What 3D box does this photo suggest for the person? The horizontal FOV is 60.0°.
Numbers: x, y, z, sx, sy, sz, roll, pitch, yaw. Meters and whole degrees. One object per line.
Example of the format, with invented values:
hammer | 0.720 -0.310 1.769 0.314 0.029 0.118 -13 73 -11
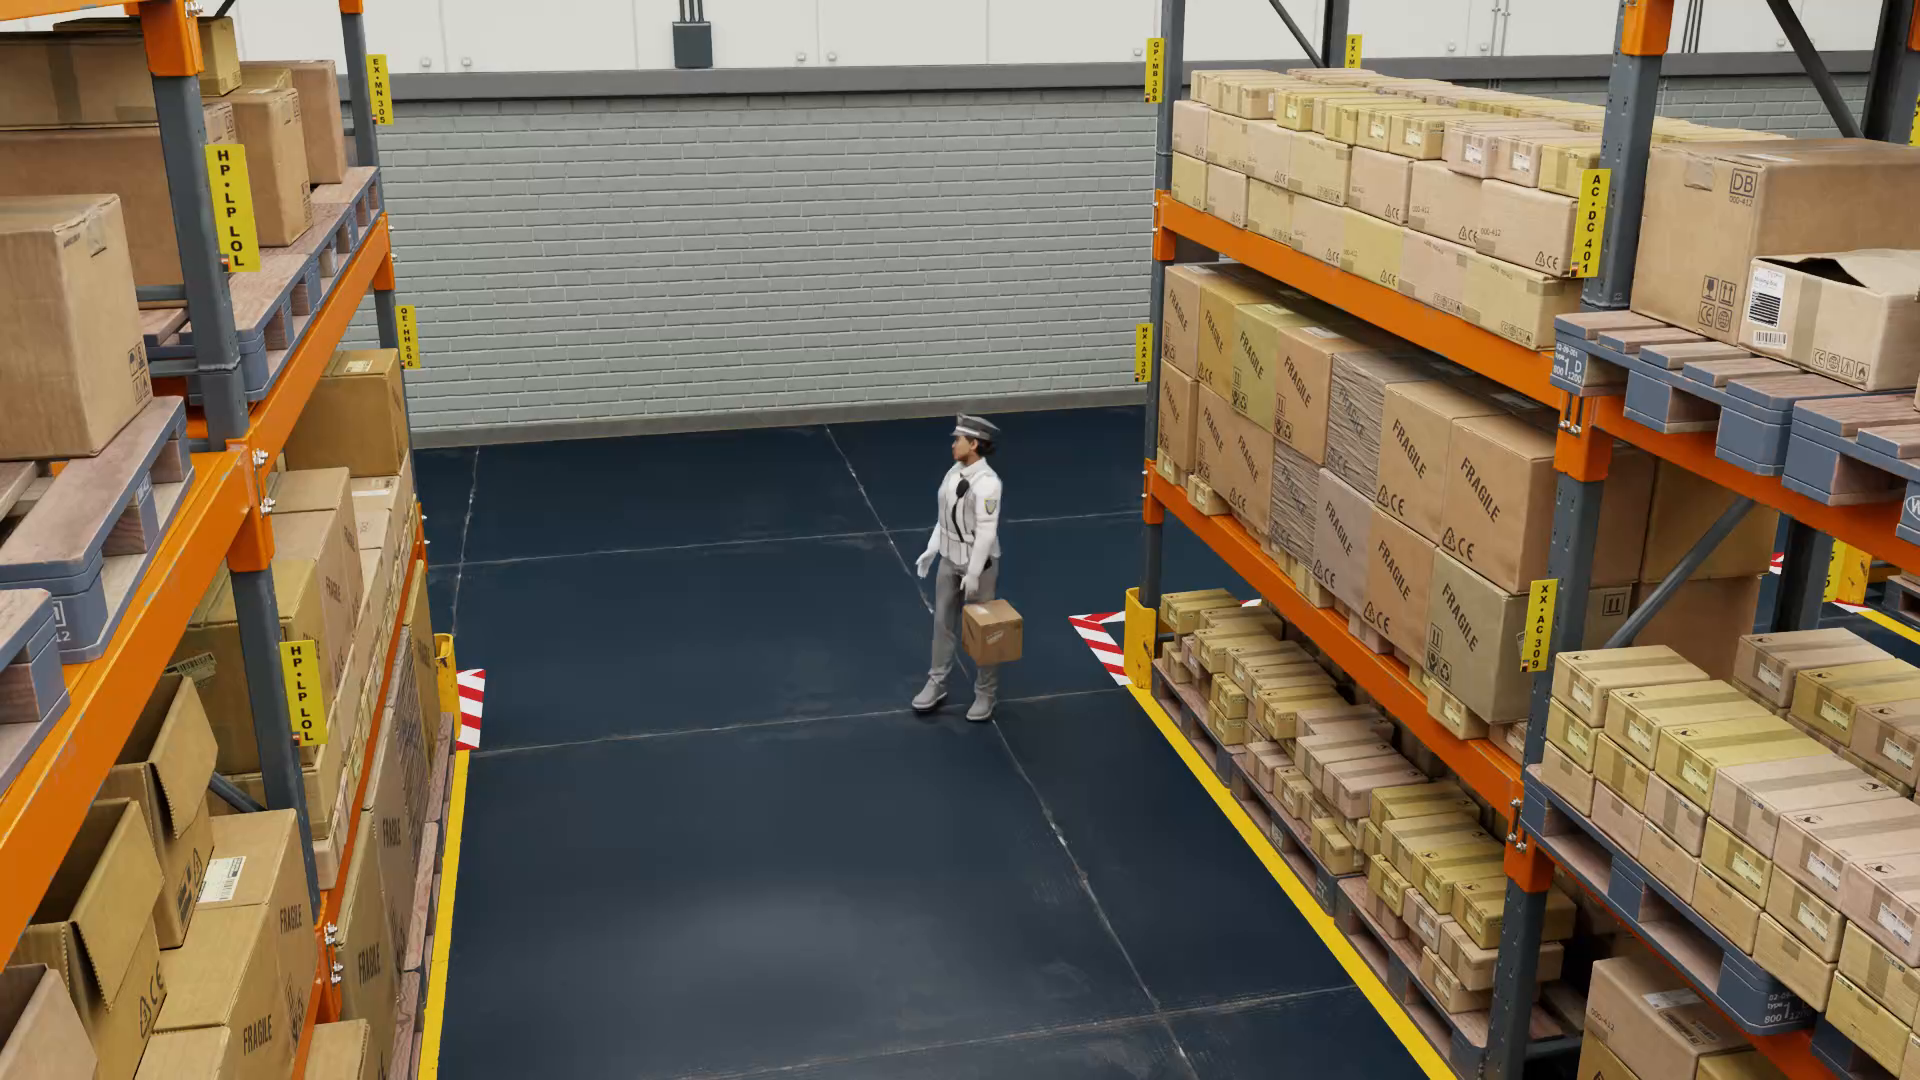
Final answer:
person | 0.004 0.149 9.066 0.526 1.693 0.503 -12 23 -30
